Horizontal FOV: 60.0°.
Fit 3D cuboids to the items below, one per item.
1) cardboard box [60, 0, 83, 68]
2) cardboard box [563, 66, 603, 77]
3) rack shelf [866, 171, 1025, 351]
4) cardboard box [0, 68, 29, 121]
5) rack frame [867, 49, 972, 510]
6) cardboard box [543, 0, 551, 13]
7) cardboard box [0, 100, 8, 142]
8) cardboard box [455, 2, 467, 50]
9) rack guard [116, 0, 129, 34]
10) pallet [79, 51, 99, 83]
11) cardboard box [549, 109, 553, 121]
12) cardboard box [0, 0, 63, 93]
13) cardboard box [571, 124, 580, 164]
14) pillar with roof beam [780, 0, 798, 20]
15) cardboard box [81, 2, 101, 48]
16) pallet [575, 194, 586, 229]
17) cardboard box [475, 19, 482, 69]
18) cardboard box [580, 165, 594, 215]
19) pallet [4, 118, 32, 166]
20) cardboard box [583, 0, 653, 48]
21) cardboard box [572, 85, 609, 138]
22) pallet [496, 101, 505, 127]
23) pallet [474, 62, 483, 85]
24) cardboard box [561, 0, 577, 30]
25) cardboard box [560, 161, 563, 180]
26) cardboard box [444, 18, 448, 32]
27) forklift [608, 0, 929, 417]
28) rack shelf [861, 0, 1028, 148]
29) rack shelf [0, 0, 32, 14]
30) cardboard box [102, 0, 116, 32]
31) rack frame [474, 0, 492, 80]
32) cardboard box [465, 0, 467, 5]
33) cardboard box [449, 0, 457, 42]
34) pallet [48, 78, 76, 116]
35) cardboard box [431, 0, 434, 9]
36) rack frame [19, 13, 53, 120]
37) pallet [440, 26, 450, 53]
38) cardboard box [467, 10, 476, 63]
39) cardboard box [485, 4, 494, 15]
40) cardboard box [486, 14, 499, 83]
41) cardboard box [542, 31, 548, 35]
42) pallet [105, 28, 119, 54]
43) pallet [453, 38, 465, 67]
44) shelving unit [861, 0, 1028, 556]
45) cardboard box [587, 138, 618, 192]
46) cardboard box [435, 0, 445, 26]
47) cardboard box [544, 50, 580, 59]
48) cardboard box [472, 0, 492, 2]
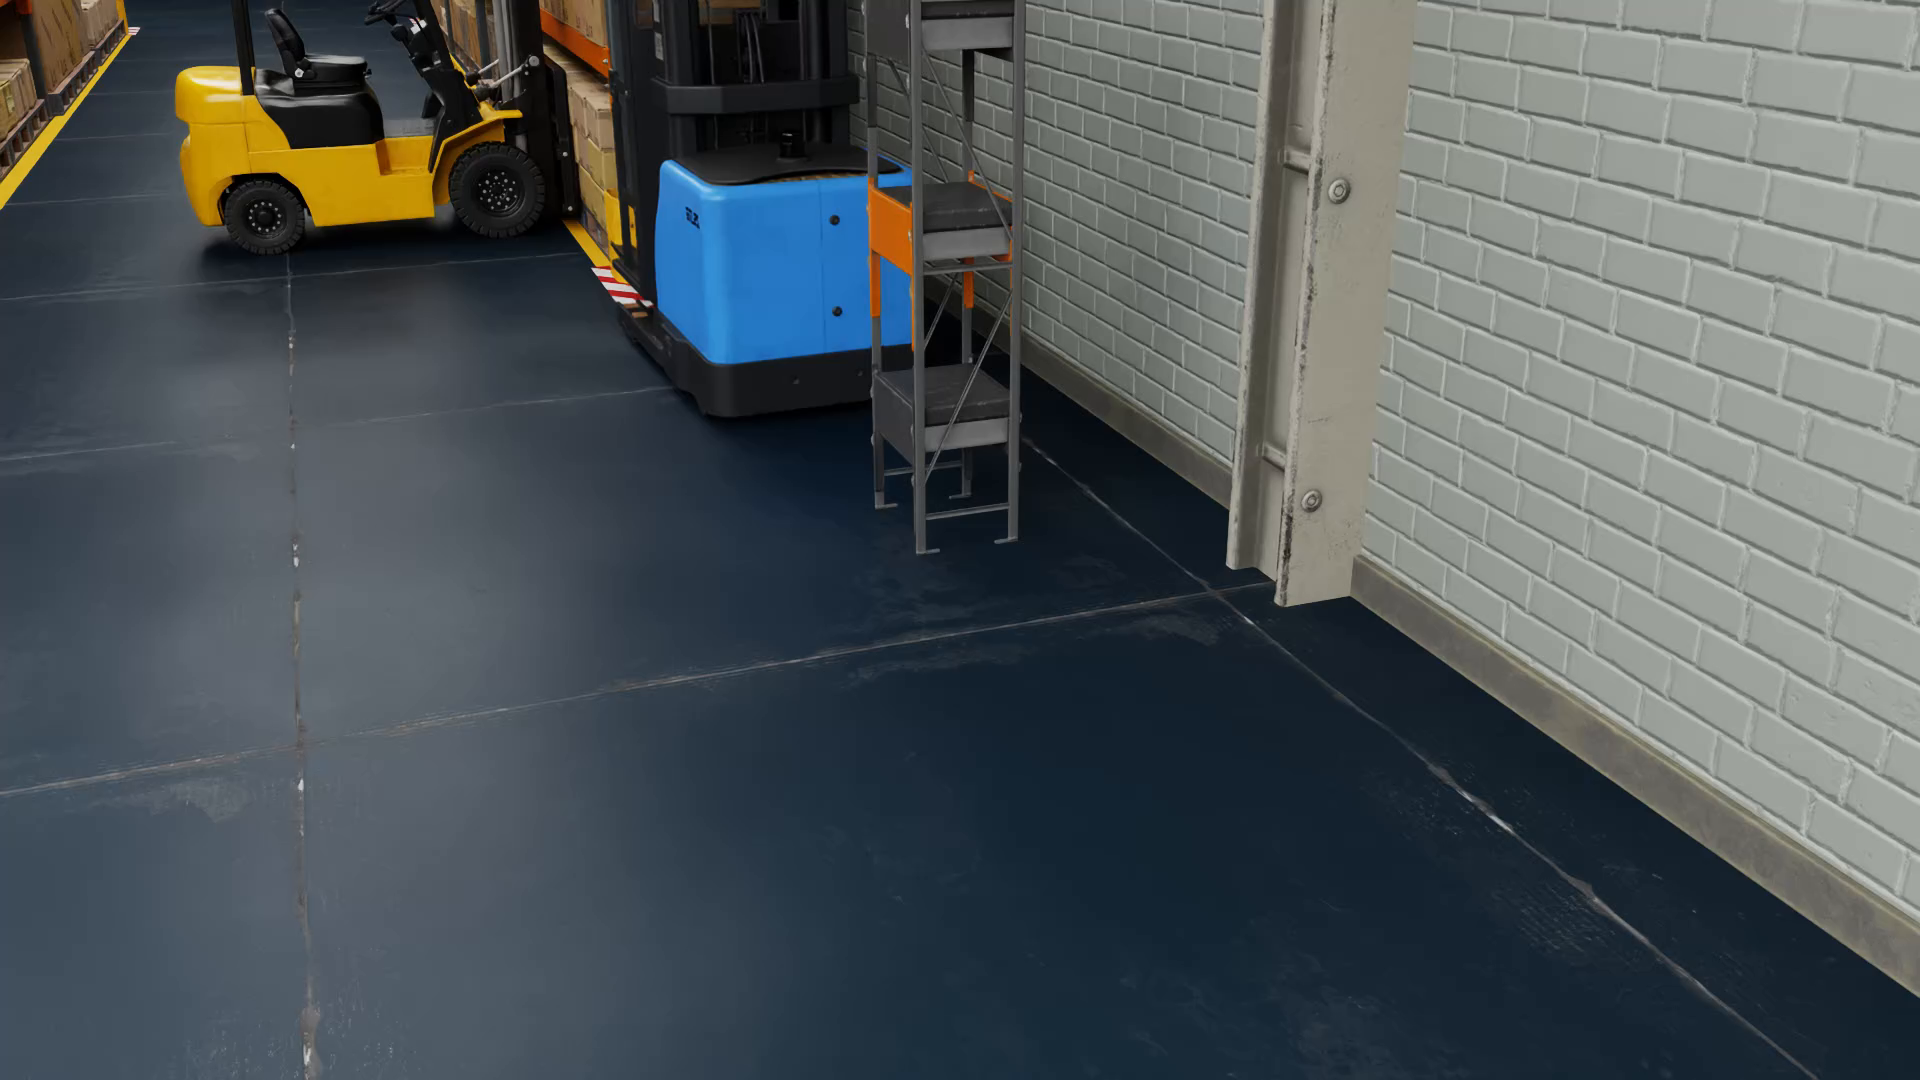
[{"bbox_3d":[-9.800,-5.399,17.392,0.875,0.875,0.875,-8,24,-17],"label":"cardboard box"},{"bbox_3d":[-2.539,-3.112,11.483,0.500,0.250,0.500,-9,24,-20],"label":"cardboard box"},{"bbox_3d":[-0.059,-1.015,5.990,0.431,0.518,0.480,-8,24,-19],"label":"rack shelf"},{"bbox_3d":[-8.549,-3.782,14.203,0.950,0.372,0.625,-9,24,-20],"label":"cardboard box"},{"bbox_3d":[-0.145,-1.116,6.195,0.400,2.100,0.015,-8,24,-19],"label":"rack frame"},{"bbox_3d":[-2.660,-3.980,11.702,0.500,0.500,0.500,-9,24,-20],"label":"cardboard box"},{"bbox_3d":[-8.039,-3.253,12.948,0.950,0.372,0.625,-7,24,-16],"label":"cardboard box"},{"bbox_3d":[-5.448,-5.869,18.991,0.500,0.500,0.500,-9,25,-21],"label":"cardboard box"},{"bbox_3d":[-11.842,-7.036,22.300,1.175,0.500,0.348,-8,24,-19],"label":"rack guard"},{"bbox_3d":[-10.078,-5.171,18.247,1.003,0.211,1.213,-8,24,-19],"label":"pallet"},{"bbox_3d":[-2.724,-3.073,12.036,0.500,0.250,0.500,-9,24,-19],"label":"cardboard box"},{"bbox_3d":[-9.174,-4.749,15.851,0.875,0.875,0.875,-9,24,-19],"label":"cardboard box"},{"bbox_3d":[-2.373,-2.707,11.167,0.500,0.250,0.500,-9,24,-20],"label":"cardboard box"},{"bbox_3d":[-4.969,-5.599,7.947,9.100,9.000,0.400,-8,24,-19],"label":"pillar with roof beam"},{"bbox_3d":[-10.542,-5.982,19.338,0.875,0.438,0.875,-9,24,-20],"label":"cardboard box"},{"bbox_3d":[-2.276,-2.478,11.857,1.003,0.211,1.213,-8,24,-19],"label":"pallet"},{"bbox_3d":[-4.716,-5.121,17.215,0.500,0.500,0.500,-8,24,-17],"label":"cardboard box"},{"bbox_3d":[-2.168,-2.284,10.806,0.500,0.250,0.500,-8,24,-19],"label":"cardboard box"},{"bbox_3d":[-8.306,-3.261,13.715,1.003,0.211,1.213,-8,24,-19],"label":"pallet"},{"bbox_3d":[-1.959,-3.237,9.939,0.500,0.500,0.500,-9,24,-20],"label":"cardboard box"},{"bbox_3d":[-2.179,-2.745,10.612,0.500,0.250,0.500,-8,24,-18],"label":"cardboard box"},{"bbox_3d":[-3.684,-3.923,15.286,1.003,0.211,1.213,-8,24,-19],"label":"pallet"},{"bbox_3d":[-4.594,-4.946,17.714,1.003,0.211,1.213,-8,24,-19],"label":"pallet"},{"bbox_3d":[-2.315,-3.613,10.831,0.500,0.500,0.500,-9,24,-20],"label":"cardboard box"},{"bbox_3d":[-2.540,-2.653,11.681,0.500,0.250,0.500,-8,24,-17],"label":"cardboard box"},{"bbox_3d":[-6.250,-6.450,20.822,0.380,0.149,0.250,-9,25,-21],"label":"cardboard box"},{"bbox_3d":[-1.180,-2.434,8.251,1.130,2.935,3.031,-9,25,-21],"label":"forklift"},{"bbox_3d":[-0.059,-1.660,5.718,0.431,0.518,0.480,-8,24,-19],"label":"rack shelf"},{"bbox_3d":[-8.301,-4.214,13.313,1.077,0.370,4.000,-8,24,-19],"label":"rack shelf"},{"bbox_3d":[-11.176,-6.635,20.888,0.875,0.438,0.875,-8,24,-18],"label":"cardboard box"},{"bbox_3d":[-4.365,-5.955,16.517,1.000,3.000,0.127,-8,24,-19],"label":"rack frame"},{"bbox_3d":[-5.381,-6.116,18.742,0.380,0.149,0.250,-7,24,-17],"label":"cardboard box"},{"bbox_3d":[-5.818,-6.243,19.879,0.500,0.500,0.500,-7,24,-17],"label":"cardboard box"},{"bbox_3d":[-9.216,-4.284,16.143,1.003,0.211,1.213,-8,24,-19],"label":"pallet"},{"bbox_3d":[-6.798,-7.352,22.509,0.700,0.500,0.500,-7,24,-17],"label":"cardboard box"},{"bbox_3d":[-9.008,-5.273,14.898,1.000,3.000,0.127,-8,24,-19],"label":"rack frame"},{"bbox_3d":[-6.020,-6.373,21.099,1.003,0.211,1.213,-8,24,-19],"label":"pallet"},{"bbox_3d":[-5.070,-5.494,18.100,0.500,0.500,0.500,-7,24,-17],"label":"cardboard box"},{"bbox_3d":[-4.777,-5.440,17.138,0.380,0.149,0.250,-10,25,-22],"label":"cardboard box"},{"bbox_3d":[-4.158,-4.826,16.354,0.875,0.625,0.625,-8,24,-17],"label":"cardboard box"},{"bbox_3d":[-3.681,-4.345,15.213,0.875,0.625,0.625,-9,25,-21],"label":"cardboard box"},{"bbox_3d":[-11.051,-6.172,20.622,1.003,0.211,1.213,-8,24,-19],"label":"pallet"},{"bbox_3d":[-5.456,-5.833,19.818,1.003,0.211,1.213,-8,24,-19],"label":"pallet"},{"bbox_3d":[-0.059,-1.028,5.985,0.431,2.100,0.503,-8,24,-19],"label":"shelving unit"},{"bbox_3d":[-2.004,-2.339,10.293,0.500,0.250,0.500,-9,24,-20],"label":"cardboard box"},{"bbox_3d":[-6.432,-6.975,21.615,0.700,0.500,0.500,-9,25,-21],"label":"cardboard box"},{"bbox_3d":[-2.904,-3.483,12.363,0.500,0.250,0.500,-8,24,-19],"label":"cardboard box"},{"bbox_3d":[-4.954,-5.637,17.604,0.380,0.149,0.250,-9,25,-21],"label":"cardboard box"}]
